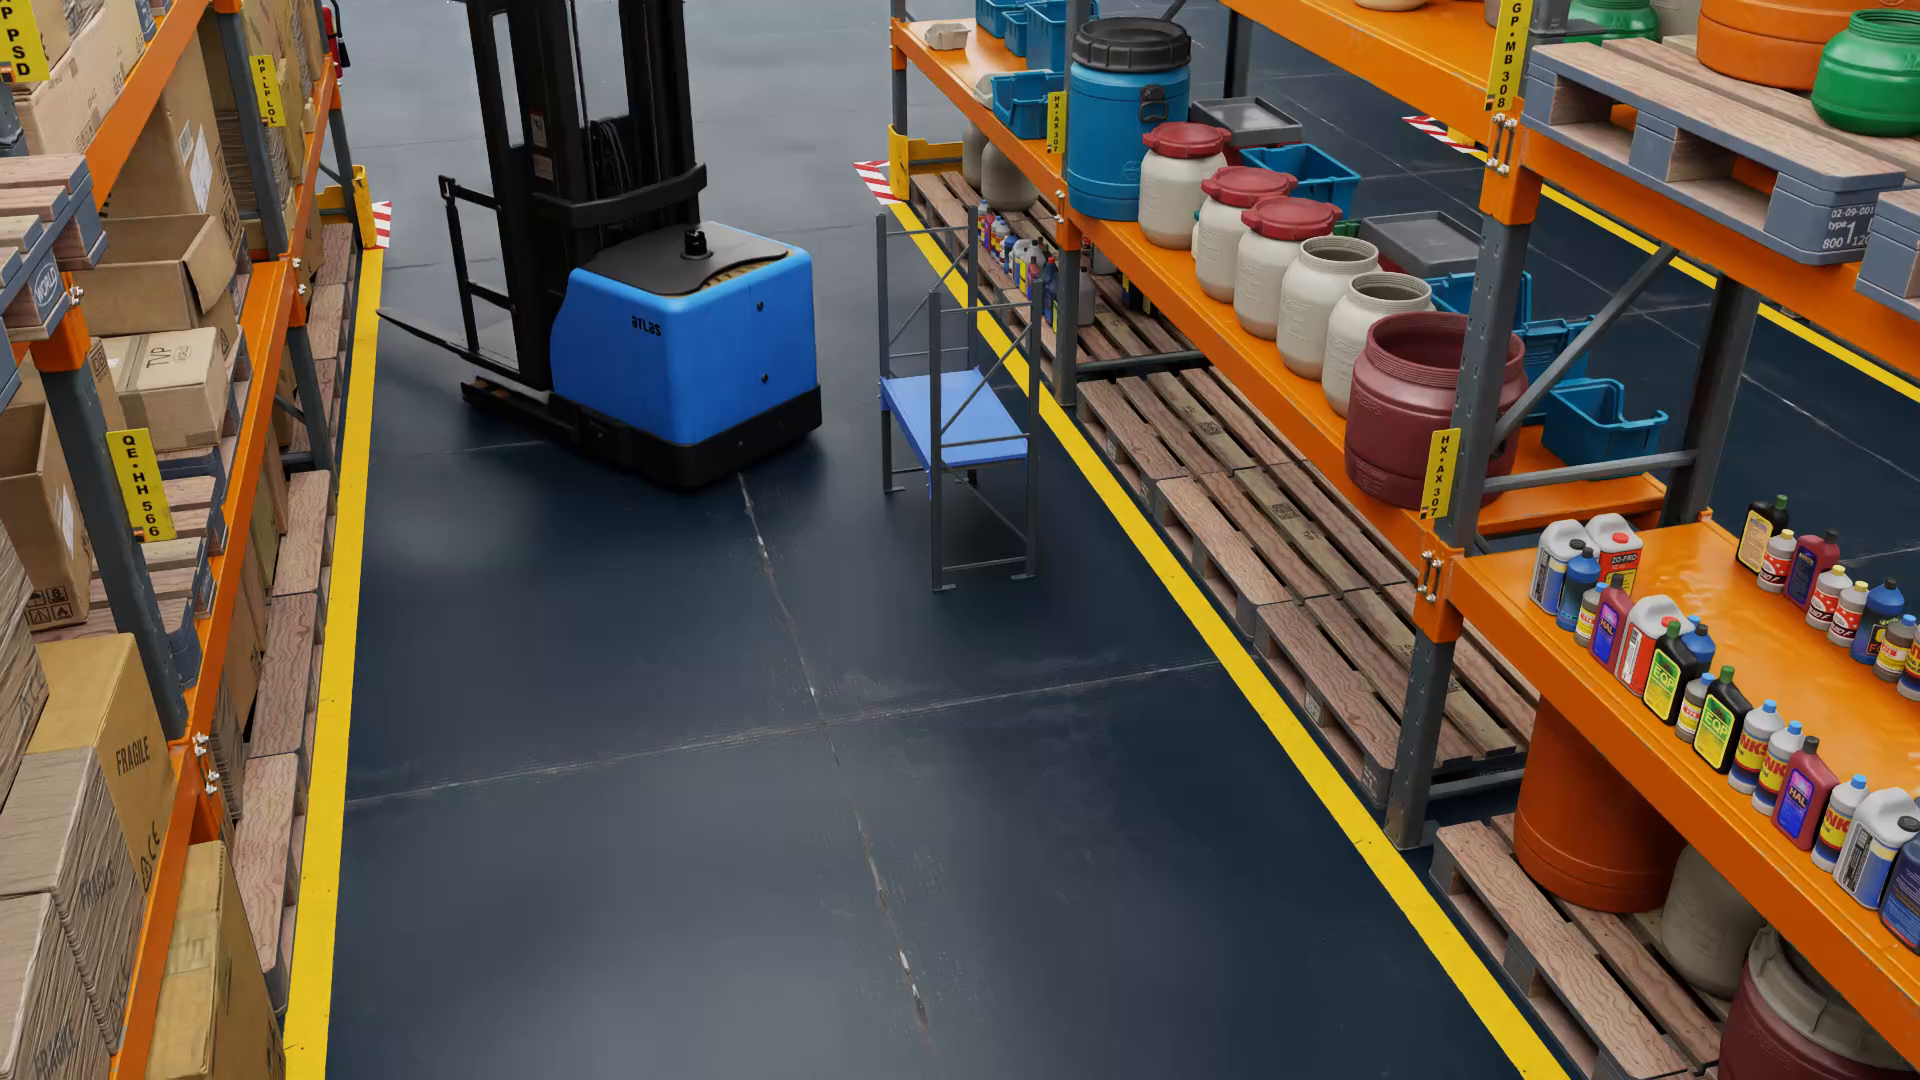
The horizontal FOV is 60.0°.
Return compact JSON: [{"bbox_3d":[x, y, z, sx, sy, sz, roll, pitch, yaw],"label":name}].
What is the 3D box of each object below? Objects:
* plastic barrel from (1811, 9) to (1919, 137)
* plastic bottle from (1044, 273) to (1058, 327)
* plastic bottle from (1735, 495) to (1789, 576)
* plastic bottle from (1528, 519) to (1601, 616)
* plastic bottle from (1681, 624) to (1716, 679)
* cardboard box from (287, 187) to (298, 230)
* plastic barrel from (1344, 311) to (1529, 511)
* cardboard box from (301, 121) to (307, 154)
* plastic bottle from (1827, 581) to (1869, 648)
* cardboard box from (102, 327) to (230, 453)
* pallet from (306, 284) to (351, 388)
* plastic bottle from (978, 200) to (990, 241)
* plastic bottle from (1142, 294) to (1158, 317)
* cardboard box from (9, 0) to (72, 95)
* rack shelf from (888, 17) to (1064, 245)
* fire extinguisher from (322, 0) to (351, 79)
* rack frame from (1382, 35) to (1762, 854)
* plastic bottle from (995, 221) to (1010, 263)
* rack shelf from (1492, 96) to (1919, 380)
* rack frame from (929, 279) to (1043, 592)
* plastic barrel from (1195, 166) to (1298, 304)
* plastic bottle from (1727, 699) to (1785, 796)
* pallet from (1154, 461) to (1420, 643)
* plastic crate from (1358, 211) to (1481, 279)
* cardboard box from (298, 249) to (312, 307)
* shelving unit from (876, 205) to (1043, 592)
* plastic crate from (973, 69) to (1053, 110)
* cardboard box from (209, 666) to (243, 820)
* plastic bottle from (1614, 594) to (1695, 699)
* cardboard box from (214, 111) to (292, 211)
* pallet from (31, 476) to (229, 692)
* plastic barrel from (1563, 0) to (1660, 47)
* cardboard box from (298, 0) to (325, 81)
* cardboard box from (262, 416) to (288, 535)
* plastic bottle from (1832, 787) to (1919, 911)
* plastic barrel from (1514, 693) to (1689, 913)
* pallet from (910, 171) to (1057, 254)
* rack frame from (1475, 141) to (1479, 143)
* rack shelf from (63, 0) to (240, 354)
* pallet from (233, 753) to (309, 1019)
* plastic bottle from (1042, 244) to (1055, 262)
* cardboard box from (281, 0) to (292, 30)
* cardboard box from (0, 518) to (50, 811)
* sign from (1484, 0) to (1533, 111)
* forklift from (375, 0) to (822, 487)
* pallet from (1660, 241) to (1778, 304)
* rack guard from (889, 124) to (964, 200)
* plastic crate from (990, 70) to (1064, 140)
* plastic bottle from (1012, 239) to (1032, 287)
[{"bbox_3d":[2.165,-1.092,3.883,0.294,0.245,0.294,0,30,0],"label":"plastic barrel"},{"bbox_3d":[0.595,-1.470,10.000,0.144,0.351,0.185,-9,31,-15],"label":"plastic bottle"},{"bbox_3d":[2.625,-0.032,5.428,0.061,0.283,0.133,-8,31,-13],"label":"plastic bottle"},{"bbox_3d":[1.909,0.084,5.234,0.152,0.276,0.135,-8,31,-13],"label":"plastic bottle"},{"bbox_3d":[2.095,0.361,4.760,0.097,0.271,0.097,0,30,0],"label":"plastic bottle"},{"bbox_3d":[-3.552,-1.652,8.361,0.380,0.149,0.250,-8,31,-13],"label":"cardboard box"},{"bbox_3d":[1.691,-0.464,5.922,0.600,0.536,0.708,-8,31,-13],"label":"plastic barrel"},{"bbox_3d":[-3.909,-2.252,9.398,0.380,0.149,0.250,-8,31,-13],"label":"cardboard box"},{"bbox_3d":[2.725,0.220,5.074,0.097,0.201,0.097,0,30,0],"label":"plastic bottle"},{"bbox_3d":[-2.893,-0.520,5.884,0.500,0.250,0.500,-9,31,-15],"label":"cardboard box"},{"bbox_3d":[-4.271,-1.198,10.109,1.003,0.211,1.213,-8,31,-13],"label":"pallet"},{"bbox_3d":[0.163,-2.178,11.302,0.097,0.271,0.097,0,30,0],"label":"plastic bottle"},{"bbox_3d":[1.168,-1.518,10.151,0.061,0.283,0.133,-8,31,-13],"label":"plastic bottle"},{"bbox_3d":[-2.546,-1.382,4.050,0.500,0.500,0.500,-8,31,-13],"label":"cardboard box"},{"bbox_3d":[0.513,-2.808,10.825,1.077,0.370,4.000,-8,31,-13],"label":"rack shelf"},{"bbox_3d":[-4.379,-3.510,11.396,0.296,0.674,0.183,-8,31,-13],"label":"fire extinguisher"},{"bbox_3d":[2.106,-0.221,5.638,1.000,3.000,0.127,-8,31,-13],"label":"rack frame"},{"bbox_3d":[0.281,-1.964,10.933,0.097,0.271,0.097,0,30,0],"label":"plastic bottle"},{"bbox_3d":[2.637,-0.242,3.398,1.077,0.370,4.000,-8,31,-13],"label":"rack shelf"},{"bbox_3d":[0.112,-0.445,7.521,0.500,1.500,0.032,-8,31,-13],"label":"rack frame"},{"bbox_3d":[1.281,-1.366,7.481,0.433,0.535,0.433,0,30,0],"label":"plastic barrel"},{"bbox_3d":[2.133,0.545,4.442,0.097,0.271,0.097,0,30,0],"label":"plastic bottle"},{"bbox_3d":[1.617,0.018,8.008,1.003,0.211,1.213,-8,31,-13],"label":"pallet"},{"bbox_3d":[1.972,-1.070,7.041,0.402,0.464,0.583,-8,31,-13],"label":"plastic crate"},{"bbox_3d":[-4.304,-1.634,10.154,0.500,0.500,0.500,-5,30,-9],"label":"cardboard box"},{"bbox_3d":[-0.023,-0.690,7.945,0.538,1.500,1.048,-8,31,-13],"label":"shelving unit"},{"bbox_3d":[0.369,-2.790,10.339,0.530,0.136,0.437,-8,31,-13],"label":"plastic crate"},{"bbox_3d":[-3.026,0.742,6.031,0.700,0.500,0.500,-10,32,-17],"label":"cardboard box"},{"bbox_3d":[2.032,0.308,4.848,0.152,0.276,0.135,-8,31,-13],"label":"plastic bottle"},{"bbox_3d":[-3.791,-1.892,8.128,0.875,0.500,0.500,-8,31,-13],"label":"cardboard box"},{"bbox_3d":[-2.961,0.190,5.118,1.213,0.211,1.003,-8,31,-13],"label":"pallet"},{"bbox_3d":[1.991,-1.565,5.120,0.294,0.245,0.294,0,30,0],"label":"plastic barrel"},{"bbox_3d":[-4.425,-3.104,10.221,0.875,0.500,0.500,-8,31,-13],"label":"cardboard box"},{"bbox_3d":[-3.589,-0.304,7.837,0.700,0.500,0.500,-10,32,-17],"label":"cardboard box"},{"bbox_3d":[2.277,0.754,4.077,0.152,0.276,0.135,-8,31,-13],"label":"plastic bottle"},{"bbox_3d":[2.252,0.770,5.672,0.600,0.830,0.708,-8,31,-13],"label":"plastic barrel"},{"bbox_3d":[0.258,-2.455,12.280,1.003,0.211,1.213,-8,31,-13],"label":"pallet"},{"bbox_3d":[4.759,-4.742,13.448,1.000,3.000,0.127,-8,31,-13],"label":"rack frame"},{"bbox_3d":[-3.200,-1.516,5.598,1.077,0.370,4.000,-8,31,-13],"label":"rack shelf"},{"bbox_3d":[-2.875,1.266,5.851,1.003,0.211,1.213,-8,31,-13],"label":"pallet"},{"bbox_3d":[0.551,-1.715,10.492,0.061,0.283,0.133,-8,31,-13],"label":"plastic bottle"},{"bbox_3d":[-4.015,-3.073,9.171,0.500,0.500,0.500,-8,31,-13],"label":"cardboard box"},{"bbox_3d":[-2.491,0.315,3.610,0.797,0.503,0.637,-7,31,-12],"label":"cardboard box"},{"bbox_3d":[1.577,-1.398,4.781,0.100,0.325,0.005,-8,31,-13],"label":"sign"},{"bbox_3d":[-2.225,-2.140,9.021,3.031,2.935,1.130,22,37,33],"label":"forklift"},{"bbox_3d":[5.650,-1.993,11.482,1.003,0.211,1.213,-8,31,-13],"label":"pallet"},{"bbox_3d":[0.048,-2.973,12.887,1.175,0.500,0.348,-8,31,-13],"label":"rack guard"},{"bbox_3d":[0.489,-2.587,9.874,0.499,0.251,0.616,-8,31,-13],"label":"plastic crate"},{"bbox_3d":[0.419,-1.765,10.585,0.152,0.276,0.135,-7,31,-12],"label":"plastic bottle"}]
